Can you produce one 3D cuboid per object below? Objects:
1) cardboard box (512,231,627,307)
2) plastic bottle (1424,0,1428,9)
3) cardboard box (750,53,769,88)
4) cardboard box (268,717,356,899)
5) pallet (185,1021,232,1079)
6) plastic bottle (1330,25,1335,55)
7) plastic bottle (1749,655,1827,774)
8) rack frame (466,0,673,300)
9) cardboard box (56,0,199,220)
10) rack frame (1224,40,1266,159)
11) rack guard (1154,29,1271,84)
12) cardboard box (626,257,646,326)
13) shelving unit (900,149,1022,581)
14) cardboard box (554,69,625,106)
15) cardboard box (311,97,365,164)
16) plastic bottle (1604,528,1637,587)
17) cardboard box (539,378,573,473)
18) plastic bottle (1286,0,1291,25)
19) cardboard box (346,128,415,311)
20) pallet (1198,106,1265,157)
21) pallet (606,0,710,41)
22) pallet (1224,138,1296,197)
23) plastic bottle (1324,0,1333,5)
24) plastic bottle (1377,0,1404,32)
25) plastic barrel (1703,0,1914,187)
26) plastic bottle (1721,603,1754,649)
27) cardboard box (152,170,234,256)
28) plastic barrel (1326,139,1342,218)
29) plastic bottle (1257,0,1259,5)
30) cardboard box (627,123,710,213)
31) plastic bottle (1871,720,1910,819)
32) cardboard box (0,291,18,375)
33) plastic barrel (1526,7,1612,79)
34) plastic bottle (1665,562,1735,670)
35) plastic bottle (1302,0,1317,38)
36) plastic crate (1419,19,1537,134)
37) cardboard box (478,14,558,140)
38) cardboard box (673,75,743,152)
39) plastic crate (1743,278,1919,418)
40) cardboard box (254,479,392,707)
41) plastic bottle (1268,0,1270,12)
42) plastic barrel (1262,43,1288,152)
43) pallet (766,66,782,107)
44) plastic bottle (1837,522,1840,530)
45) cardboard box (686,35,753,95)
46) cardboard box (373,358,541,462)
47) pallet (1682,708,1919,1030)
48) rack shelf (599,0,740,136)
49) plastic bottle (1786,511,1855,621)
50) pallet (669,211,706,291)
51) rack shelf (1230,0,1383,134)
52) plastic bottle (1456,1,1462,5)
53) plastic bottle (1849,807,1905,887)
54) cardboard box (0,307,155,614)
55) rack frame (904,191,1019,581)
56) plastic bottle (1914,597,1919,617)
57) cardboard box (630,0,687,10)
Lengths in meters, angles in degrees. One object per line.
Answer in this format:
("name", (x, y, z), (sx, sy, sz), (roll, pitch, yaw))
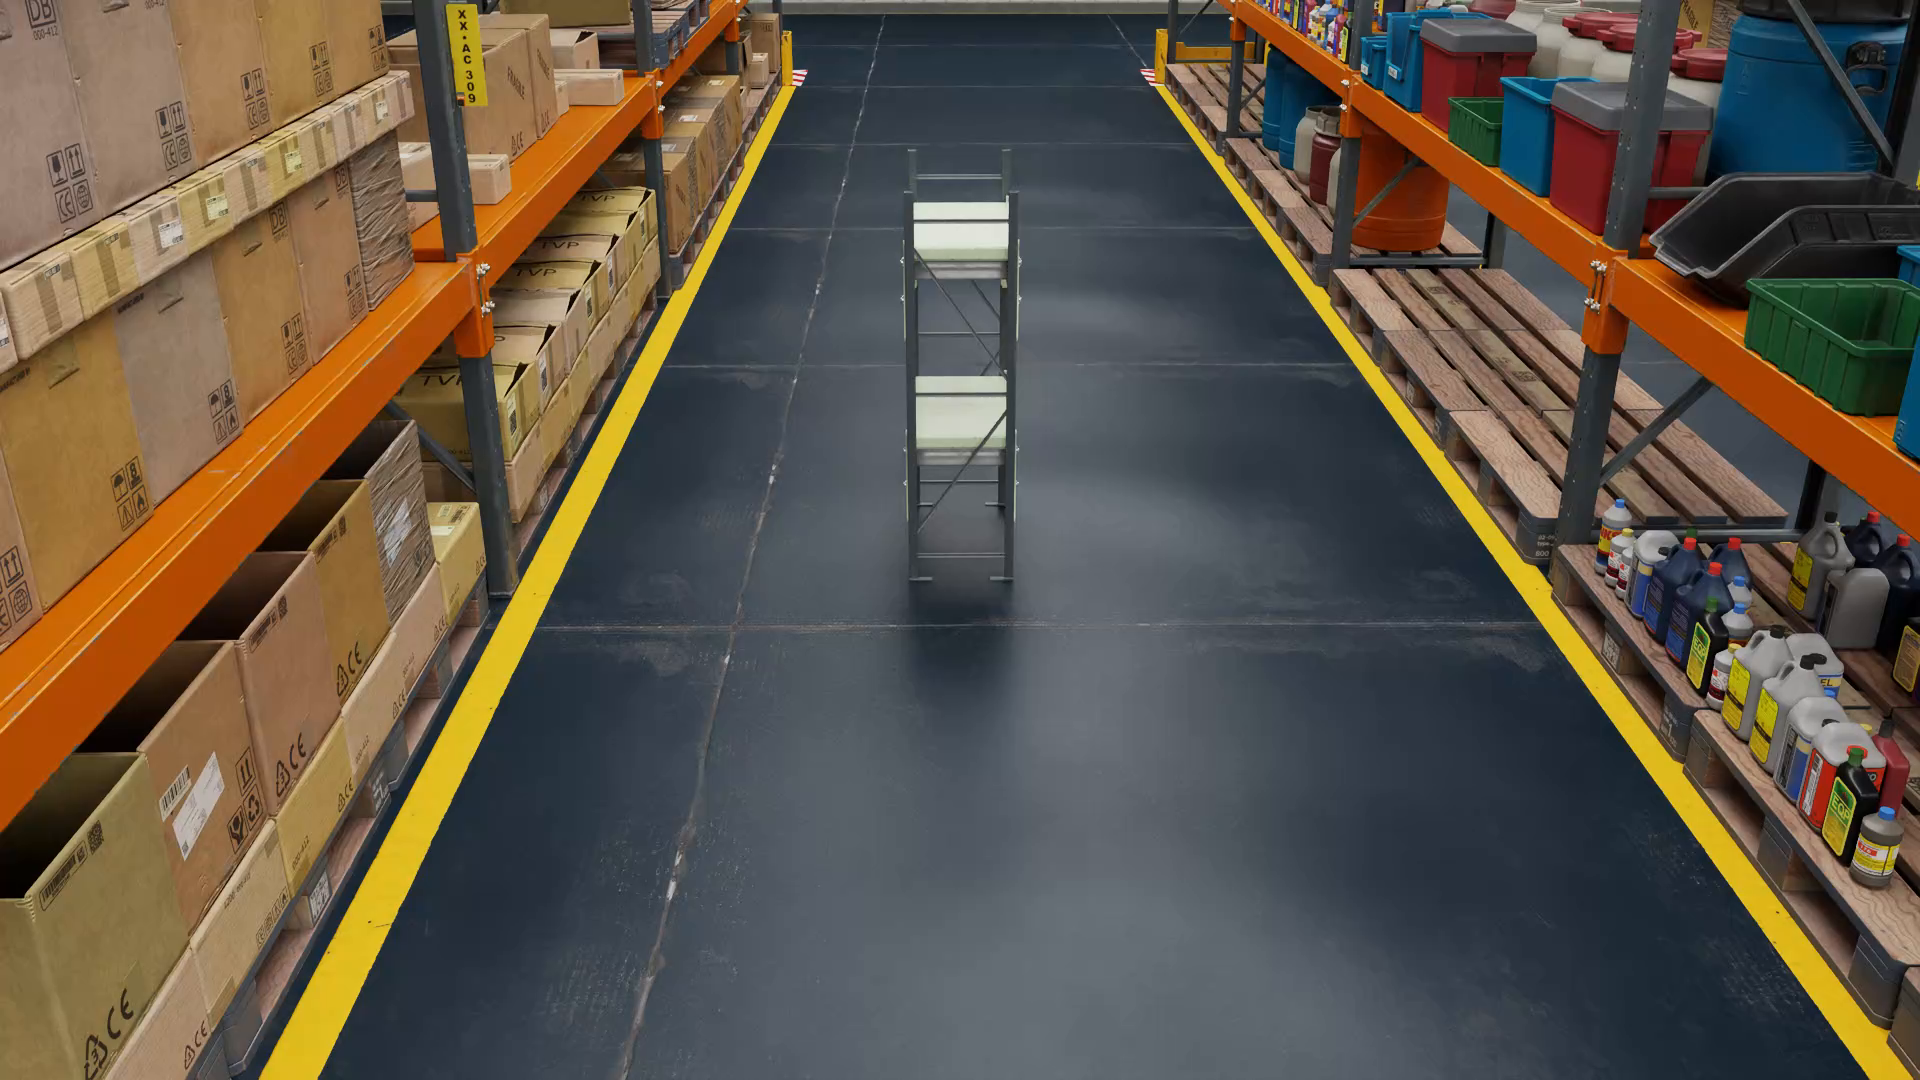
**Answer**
("cardboard box", (-1.965, -1.376, 8.299), (0.500, 0.311, 0.500), (0, 24, -1))
("plastic bottle", (3.073, -3.443, 10.864), (0.061, 0.283, 0.133), (0, 24, -1))
("cardboard box", (-2.086, -4.449, 15.749), (0.500, 0.250, 0.500), (0, 24, -1))
("cardboard box", (-1.943, 0.699, 4.392), (0.500, 0.250, 0.500), (0, 24, -1))
("pallet", (-2.195, 1.433, 3.325), (1.003, 0.211, 1.213), (0, 24, -1))
("plastic bottle", (2.305, -3.057, 10.110), (0.097, 0.201, 0.097), (0, 24, 0))
("plastic bottle", (2.368, 0.479, 4.731), (0.144, 0.351, 0.185), (1, 24, 2))
("rack frame", (-2.232, -2.819, 9.343), (1.000, 3.000, 0.127), (0, 24, -1))
("cardboard box", (-2.161, -1.004, 3.635), (0.700, 0.500, 0.500), (0, 24, -1))
("rack frame", (2.678, -4.488, 13.033), (1.000, 3.000, 0.127), (0, 24, -1))
("rack guard", (2.621, -5.007, 17.214), (1.175, 0.500, 0.348), (0, 24, -1))
("cardboard box", (-1.973, -1.329, 8.877), (0.500, 0.250, 0.500), (-1, 24, -1))
("shelving unit", (0.000, -0.681, 6.435), (0.431, 1.500, 0.755), (0, 24, -1))
("cardboard box", (-1.946, -2.335, 8.578), (0.380, 0.149, 0.250), (0, 24, -1))
("cardboard box", (-1.965, -1.191, 4.835), (0.380, 0.149, 0.250), (-1, 24, -2))
("plastic bottle", (2.331, 0.058, 5.843), (0.097, 0.201, 0.097), (0, 24, 0))
("cardboard box", (-1.949, -0.487, 7.014), (0.500, 0.250, 0.500), (0, 24, 1))
("plastic bottle", (2.289, -3.672, 11.385), (0.097, 0.271, 0.097), (0, 24, 0))
("cardboard box", (-2.177, -1.034, 5.274), (0.700, 0.500, 0.500), (-1, 24, -2))
("pallet", (2.631, -3.520, 14.277), (1.003, 0.211, 1.213), (0, 24, -1))
("pallet", (-2.258, -3.533, 11.154), (1.003, 0.211, 1.213), (0, 24, -1))
("pallet", (2.644, -2.899, 12.904), (1.003, 0.211, 1.213), (0, 24, -1))
("plastic bottle", (2.420, -3.499, 10.988), (0.061, 0.283, 0.133), (0, 24, -1))
("plastic bottle", (2.876, -3.578, 11.081), (0.144, 0.351, 0.185), (0, 24, -1))
("plastic barrel", (3.064, -1.580, 5.996), (0.600, 0.901, 0.708), (0, 24, -1))
("plastic bottle", (2.400, 0.324, 5.171), (0.097, 0.271, 0.097), (0, 24, 0))
("cardboard box", (-1.953, -0.768, 3.900), (0.380, 0.149, 0.250), (1, 24, 1))
("plastic barrel", (2.603, -2.331, 10.774), (0.421, 0.512, 0.421), (0, 24, 0))
("plastic bottle", (2.277, -4.134, 12.406), (0.097, 0.271, 0.097), (0, 24, 0))
("cardboard box", (-1.963, -2.492, 11.119), (0.500, 0.500, 0.500), (-1, 24, -1))
("plastic bottle", (2.481, 0.634, 4.470), (0.061, 0.283, 0.133), (0, 24, -1))
("cardboard box", (-1.941, -0.342, 2.957), (0.380, 0.149, 0.250), (-1, 24, -1))
("plastic barrel", (2.951, -2.294, 8.047), (0.421, 0.512, 0.421), (0, 24, 0))
("plastic bottle", (2.361, 0.227, 5.288), (0.144, 0.351, 0.185), (-1, 24, -3))
("plastic bottle", (2.278, -3.422, 10.818), (0.061, 0.283, 0.133), (0, 24, -1))
("plastic crate", (2.433, -2.202, 7.900), (0.402, 0.464, 0.583), (0, 24, -1))
("cardboard box", (-2.197, -2.173, 7.794), (0.500, 0.500, 0.500), (-2, 24, -3))
("cardboard box", (-1.983, -3.327, 12.965), (0.500, 0.500, 0.500), (0, 24, -1))
("plastic crate", (2.497, -0.534, 4.549), (0.450, 0.188, 0.662), (0, 24, -1))
("cardboard box", (-1.962, 0.151, 4.693), (0.500, 0.500, 0.500), (0, 24, -1))
("plastic bottle", (2.282, -3.926, 12.032), (0.097, 0.201, 0.097), (0, 24, 0))
("plastic barrel", (2.667, -3.499, 12.883), (0.600, 0.901, 0.708), (0, 24, -1))
("pallet", (-2.309, -4.485, 16.411), (1.003, 0.211, 1.213), (0, 24, -1))
("plastic bottle", (3.081, 0.031, 5.903), (0.097, 0.201, 0.097), (0, 24, 0))
("cardboard box", (-2.301, -4.304, 15.123), (0.797, 0.503, 0.637), (0, 24, -1))
("cardboard box", (-1.944, -0.536, 6.442), (0.500, 0.311, 0.500), (0, 24, 0))
("pallet", (2.747, 0.860, 4.592), (1.003, 0.211, 1.213), (0, 24, -1))
("rack shelf", (-2.254, -3.315, 11.313), (1.077, 0.370, 4.000), (0, 24, -1))
("plastic bottle", (2.916, 0.080, 5.614), (0.144, 0.351, 0.185), (0, 24, -1))
("pallet", (-2.202, -1.856, 10.598), (1.003, 0.211, 1.213), (0, 24, -1))
("rack shelf", (2.699, -3.336, 11.359), (1.077, 0.370, 4.000), (0, 24, -1))
("plastic bottle", (3.079, -3.212, 10.354), (0.061, 0.283, 0.133), (0, 24, -1))
("plastic bottle", (2.350, 0.777, 4.255), (0.097, 0.201, 0.097), (0, 24, 0))
("cardboard box", (-2.147, -0.181, 3.390), (0.700, 0.500, 0.500), (0, 24, 0))
("rack frame", (0.004, -0.530, 6.101), (0.400, 1.500, 0.023), (0, 24, -1))
("plastic bottle", (3.106, 0.256, 5.307), (0.061, 0.283, 0.133), (1, 24, 3))
("cardboard box", (-2.170, -3.693, 10.644), (0.700, 0.500, 0.500), (4, 25, 9))
